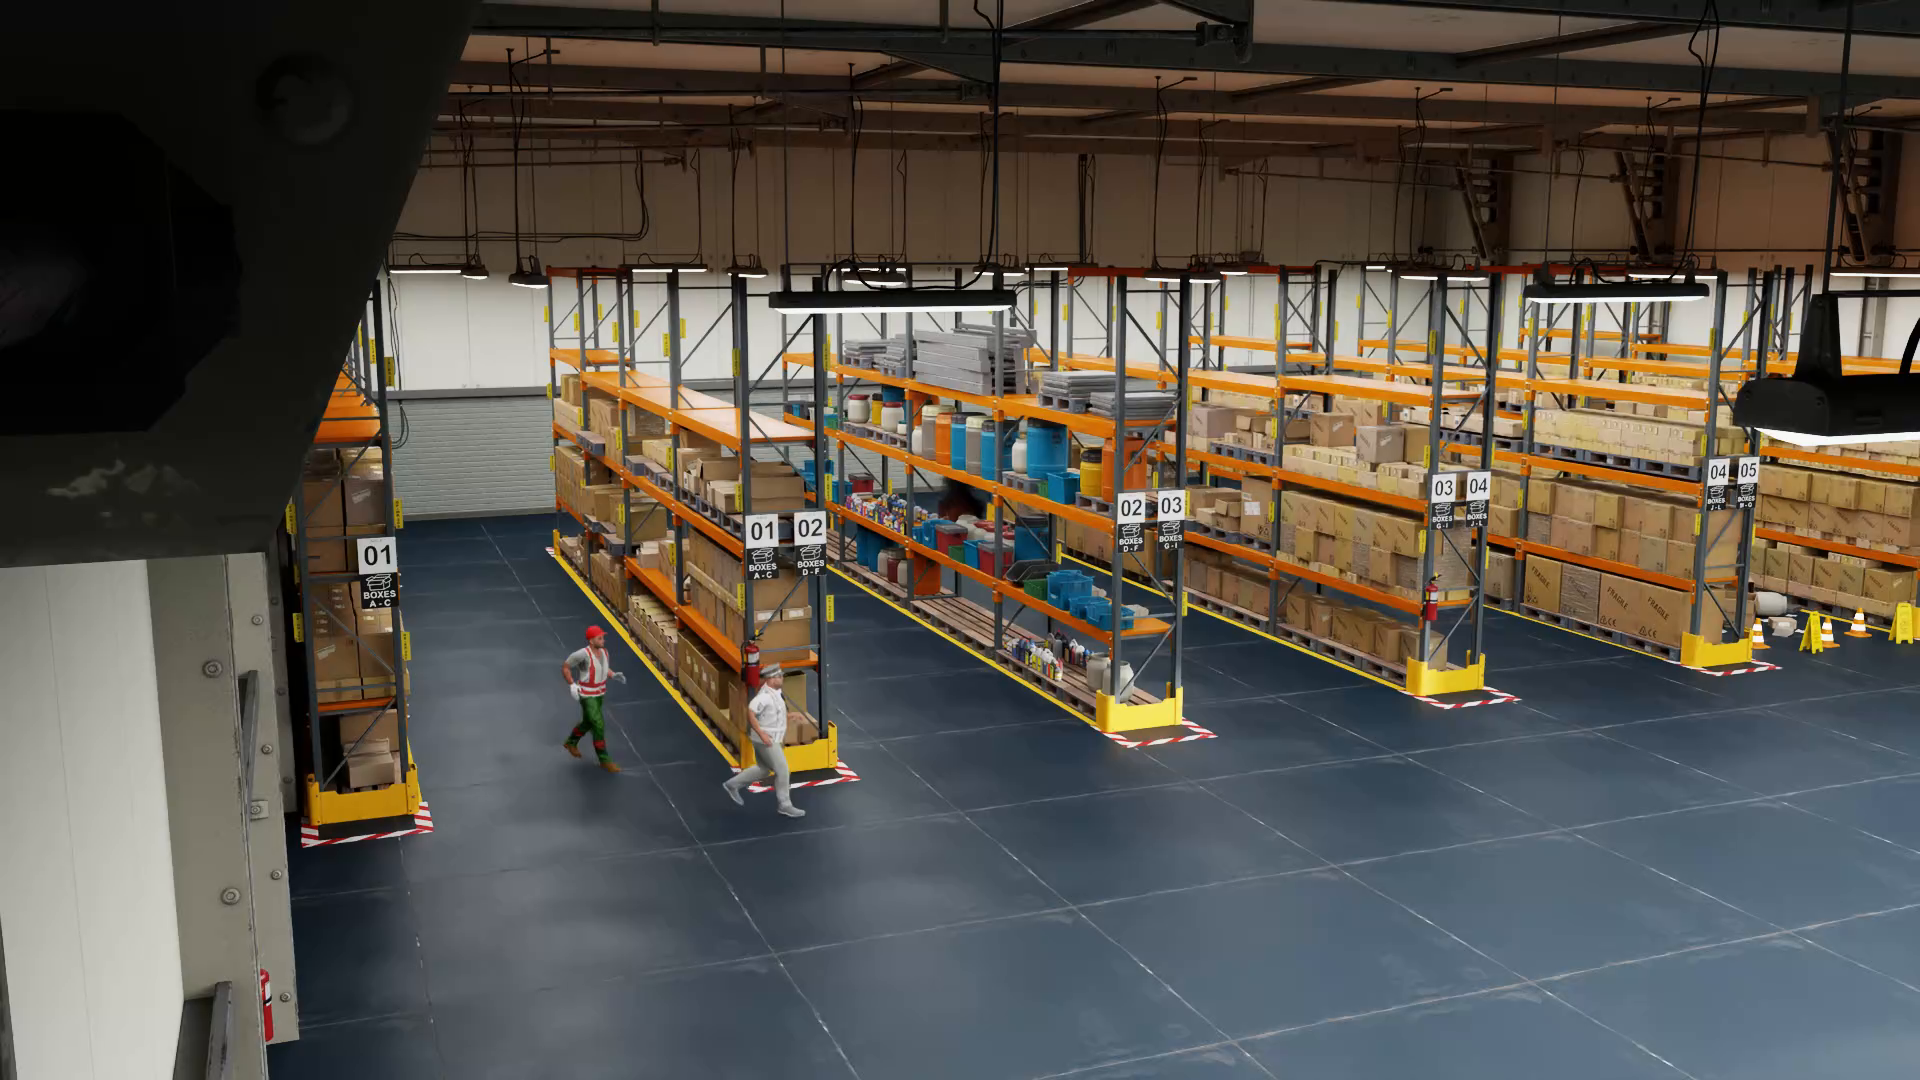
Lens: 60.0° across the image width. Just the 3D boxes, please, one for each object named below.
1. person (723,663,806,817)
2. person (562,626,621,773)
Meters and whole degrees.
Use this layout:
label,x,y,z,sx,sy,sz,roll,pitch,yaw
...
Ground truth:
label,x,y,z,sx,sy,sz,roll,pitch,yaw
person,-2.216,2.251,18.733,0.927,1.776,0.646,0,10,0
person,-4.560,1.916,20.471,0.970,1.787,0.612,5,11,25
